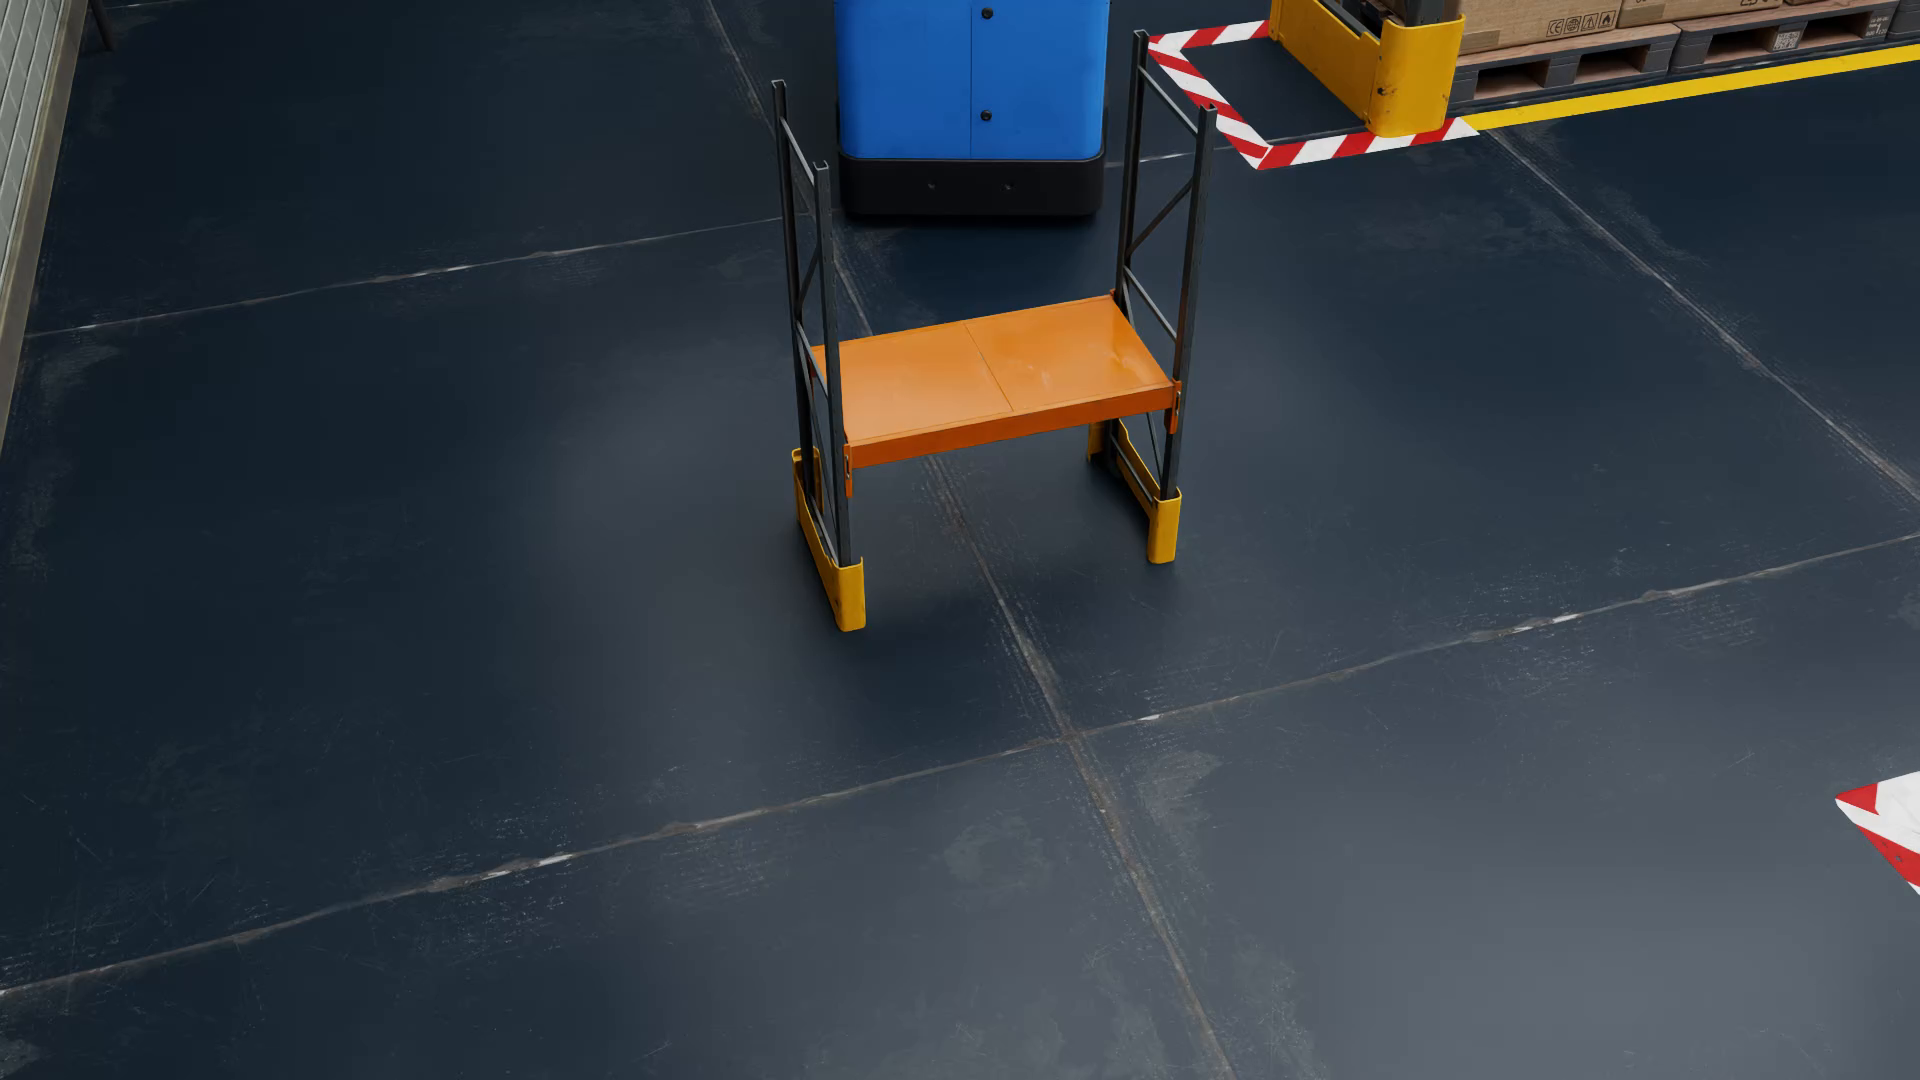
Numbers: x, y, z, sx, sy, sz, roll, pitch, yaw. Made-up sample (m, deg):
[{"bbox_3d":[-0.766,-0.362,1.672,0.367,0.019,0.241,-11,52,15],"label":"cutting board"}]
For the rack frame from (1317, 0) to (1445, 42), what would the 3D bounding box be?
[{"bbox_3d":[1.837,-3.278,6.723,0.127,3.000,1.000,-12,42,-13],"label":"rack frame"}]

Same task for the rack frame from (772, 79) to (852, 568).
[{"bbox_3d":[-0.403,-0.481,4.661,0.032,1.500,0.500,-12,42,-13],"label":"rack frame"}]

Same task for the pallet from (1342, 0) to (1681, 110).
[{"bbox_3d":[2.576,-2.435,7.877,1.213,0.211,1.003,-12,42,-13],"label":"pallet"}]

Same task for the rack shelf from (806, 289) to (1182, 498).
[{"bbox_3d":[0.081,-0.446,4.894,1.000,0.185,0.538,-12,42,-13],"label":"rack shelf"}]

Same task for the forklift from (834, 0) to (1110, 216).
[{"bbox_3d":[0.064,-3.338,6.844,1.130,2.935,3.031,1,41,1],"label":"forklift"}]

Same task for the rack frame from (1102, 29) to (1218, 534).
[{"bbox_3d":[0.566,-0.682,4.891,0.032,1.500,0.500,-12,42,-13],"label":"rack frame"}]

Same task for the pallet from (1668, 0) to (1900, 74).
[{"bbox_3d":[3.737,-2.674,8.150,1.213,0.211,1.003,-12,42,-13],"label":"pallet"}]

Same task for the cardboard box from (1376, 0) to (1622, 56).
[{"bbox_3d":[2.436,-2.665,7.649,0.875,0.438,0.875,-13,43,-15],"label":"cardboard box"}]

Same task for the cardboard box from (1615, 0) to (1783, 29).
[{"bbox_3d":[3.306,-2.851,7.862,0.875,0.438,0.875,-11,42,-12],"label":"cardboard box"}]

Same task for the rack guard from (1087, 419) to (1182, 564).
[{"bbox_3d":[0.548,-0.208,5.298,0.087,0.250,0.587,-12,42,-13],"label":"rack guard"}]

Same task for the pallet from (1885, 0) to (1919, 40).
[{"bbox_3d":[4.903,-2.918,8.429,1.213,0.211,1.003,-12,42,-13],"label":"pallet"}]

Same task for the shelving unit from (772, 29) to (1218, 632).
[{"bbox_3d":[0.073,-0.580,4.774,1.083,1.500,0.587,-12,42,-13],"label":"shelving unit"}]

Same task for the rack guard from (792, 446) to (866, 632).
[{"bbox_3d":[-0.402,-0.011,5.072,0.087,0.250,0.587,-12,42,-13],"label":"rack guard"}]

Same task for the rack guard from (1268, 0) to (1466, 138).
[{"bbox_3d":[1.814,-2.332,7.540,0.348,0.500,1.175,-12,42,-13],"label":"rack guard"}]

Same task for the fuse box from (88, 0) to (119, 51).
[{"bbox_3d":[-4.027,-3.011,7.396,0.414,1.711,0.539,-12,42,-13],"label":"fuse box"}]

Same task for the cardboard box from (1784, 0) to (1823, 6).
[{"bbox_3d":[4.167,-3.028,8.064,0.875,0.438,0.875,-13,43,-14],"label":"cardboard box"}]
